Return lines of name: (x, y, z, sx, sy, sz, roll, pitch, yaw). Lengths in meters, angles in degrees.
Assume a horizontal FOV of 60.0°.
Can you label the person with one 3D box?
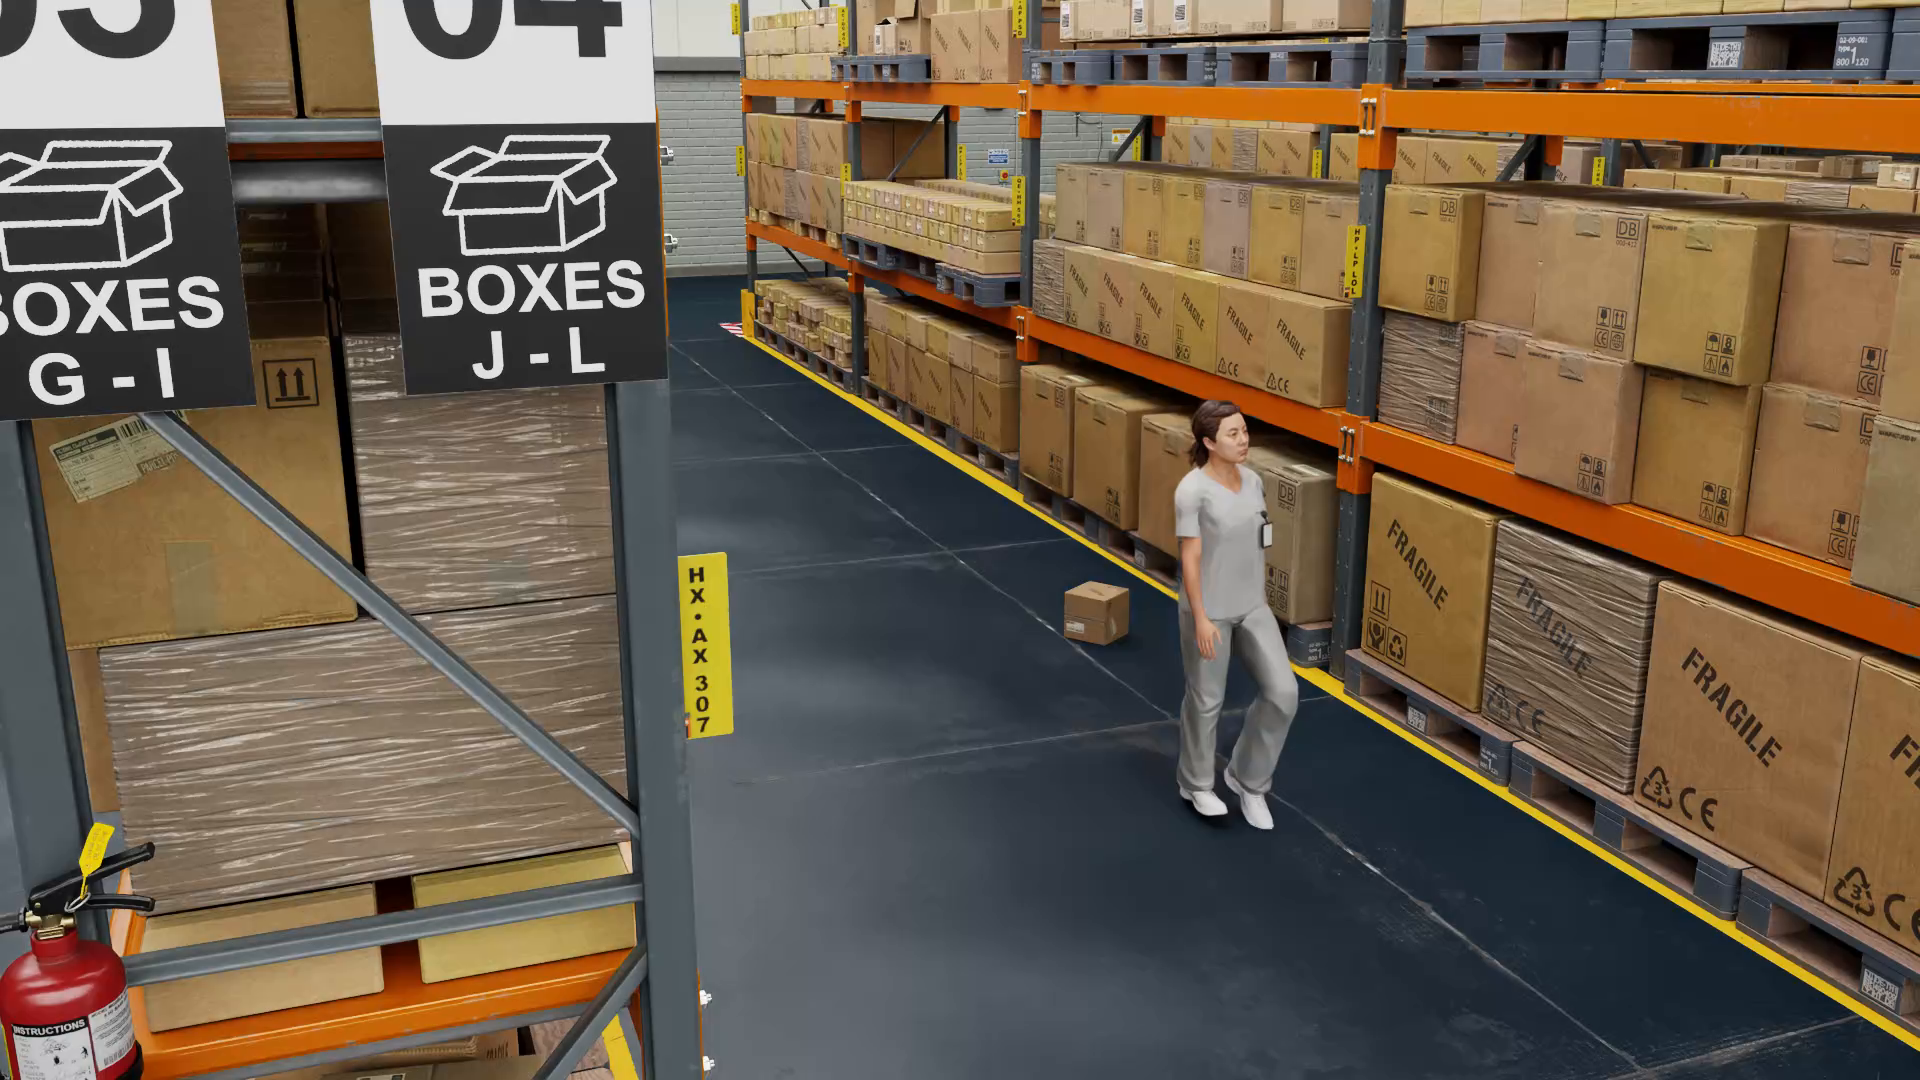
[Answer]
person: (1.036, 0.316, 6.421, 0.445, 1.705, 0.481, -8, 17, -26)
